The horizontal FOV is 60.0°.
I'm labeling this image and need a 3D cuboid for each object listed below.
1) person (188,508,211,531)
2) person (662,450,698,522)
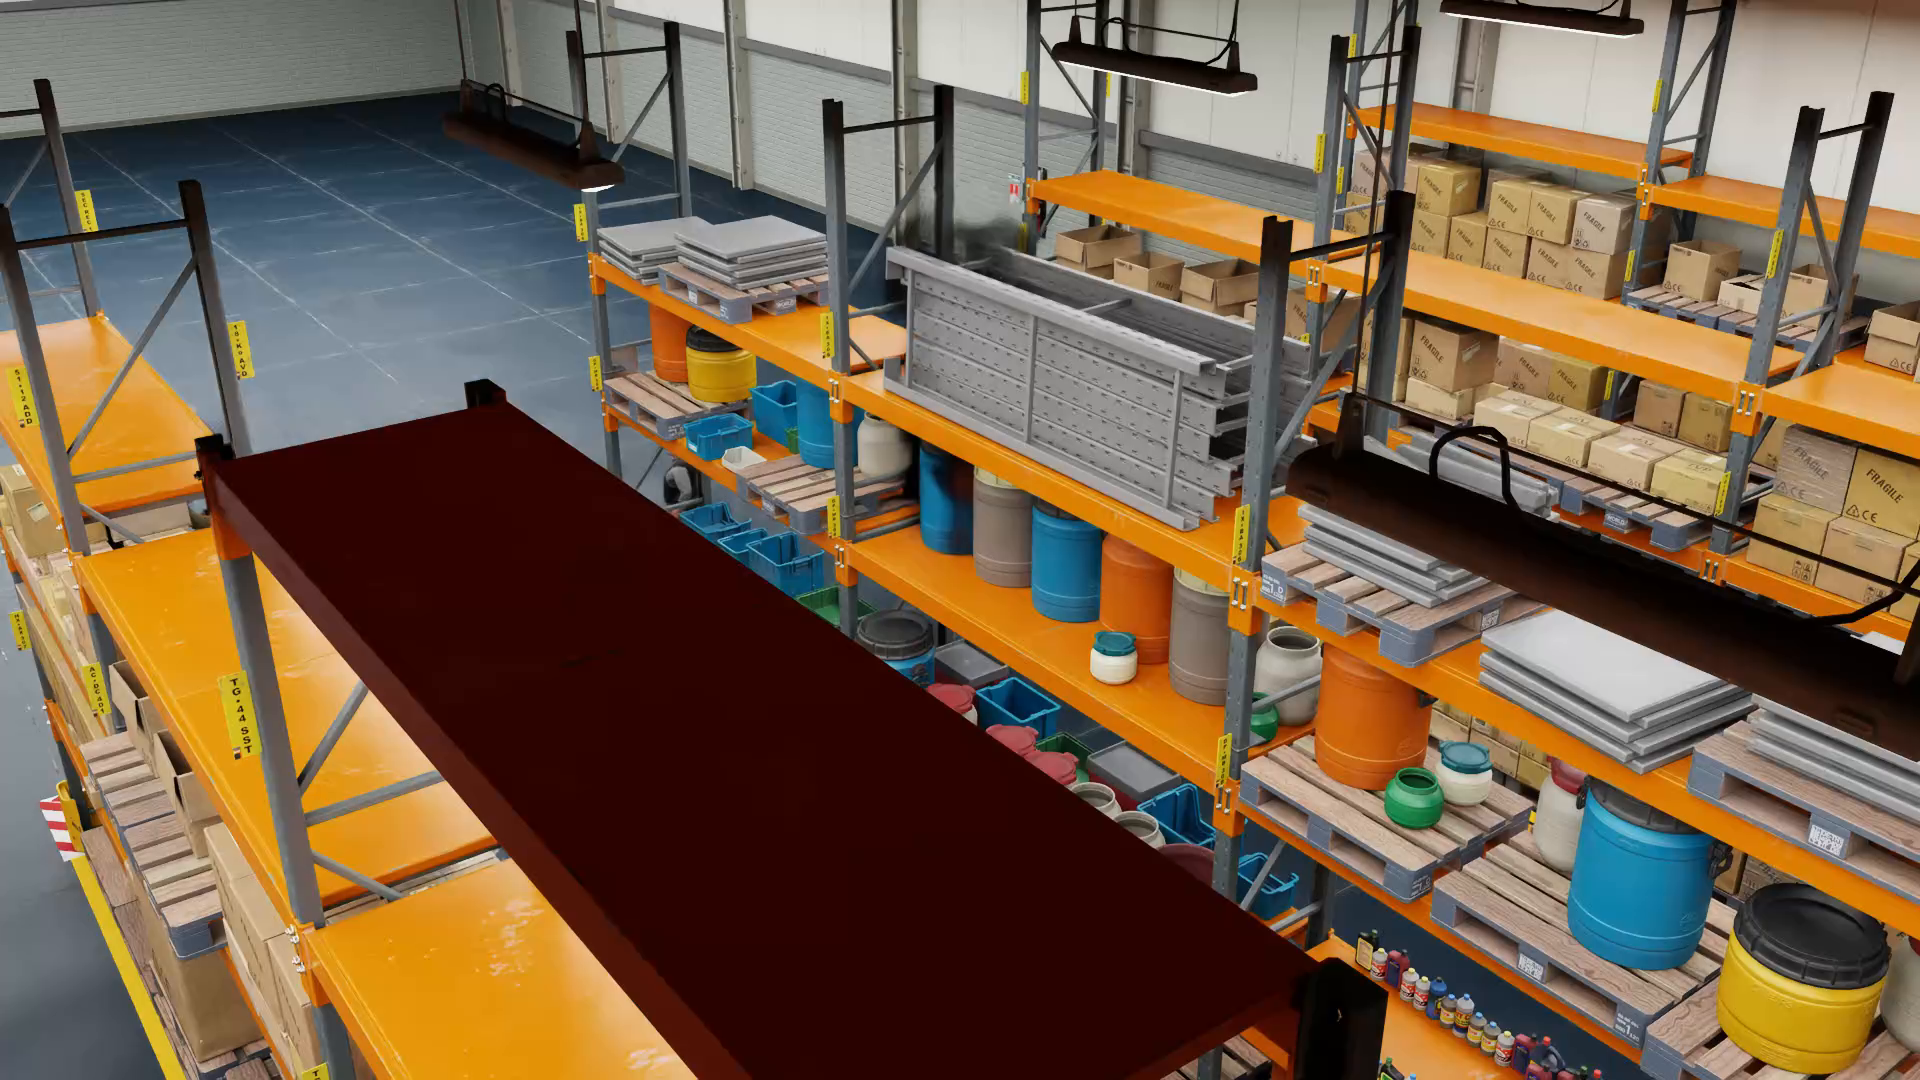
[{"bbox_3d":[-8.624,-0.630,18.197,1.041,1.805,0.703,-4,25,-10],"label":"person"},{"bbox_3d":[-2.934,-0.317,17.651,0.833,1.739,0.730,8,26,16],"label":"person"}]
